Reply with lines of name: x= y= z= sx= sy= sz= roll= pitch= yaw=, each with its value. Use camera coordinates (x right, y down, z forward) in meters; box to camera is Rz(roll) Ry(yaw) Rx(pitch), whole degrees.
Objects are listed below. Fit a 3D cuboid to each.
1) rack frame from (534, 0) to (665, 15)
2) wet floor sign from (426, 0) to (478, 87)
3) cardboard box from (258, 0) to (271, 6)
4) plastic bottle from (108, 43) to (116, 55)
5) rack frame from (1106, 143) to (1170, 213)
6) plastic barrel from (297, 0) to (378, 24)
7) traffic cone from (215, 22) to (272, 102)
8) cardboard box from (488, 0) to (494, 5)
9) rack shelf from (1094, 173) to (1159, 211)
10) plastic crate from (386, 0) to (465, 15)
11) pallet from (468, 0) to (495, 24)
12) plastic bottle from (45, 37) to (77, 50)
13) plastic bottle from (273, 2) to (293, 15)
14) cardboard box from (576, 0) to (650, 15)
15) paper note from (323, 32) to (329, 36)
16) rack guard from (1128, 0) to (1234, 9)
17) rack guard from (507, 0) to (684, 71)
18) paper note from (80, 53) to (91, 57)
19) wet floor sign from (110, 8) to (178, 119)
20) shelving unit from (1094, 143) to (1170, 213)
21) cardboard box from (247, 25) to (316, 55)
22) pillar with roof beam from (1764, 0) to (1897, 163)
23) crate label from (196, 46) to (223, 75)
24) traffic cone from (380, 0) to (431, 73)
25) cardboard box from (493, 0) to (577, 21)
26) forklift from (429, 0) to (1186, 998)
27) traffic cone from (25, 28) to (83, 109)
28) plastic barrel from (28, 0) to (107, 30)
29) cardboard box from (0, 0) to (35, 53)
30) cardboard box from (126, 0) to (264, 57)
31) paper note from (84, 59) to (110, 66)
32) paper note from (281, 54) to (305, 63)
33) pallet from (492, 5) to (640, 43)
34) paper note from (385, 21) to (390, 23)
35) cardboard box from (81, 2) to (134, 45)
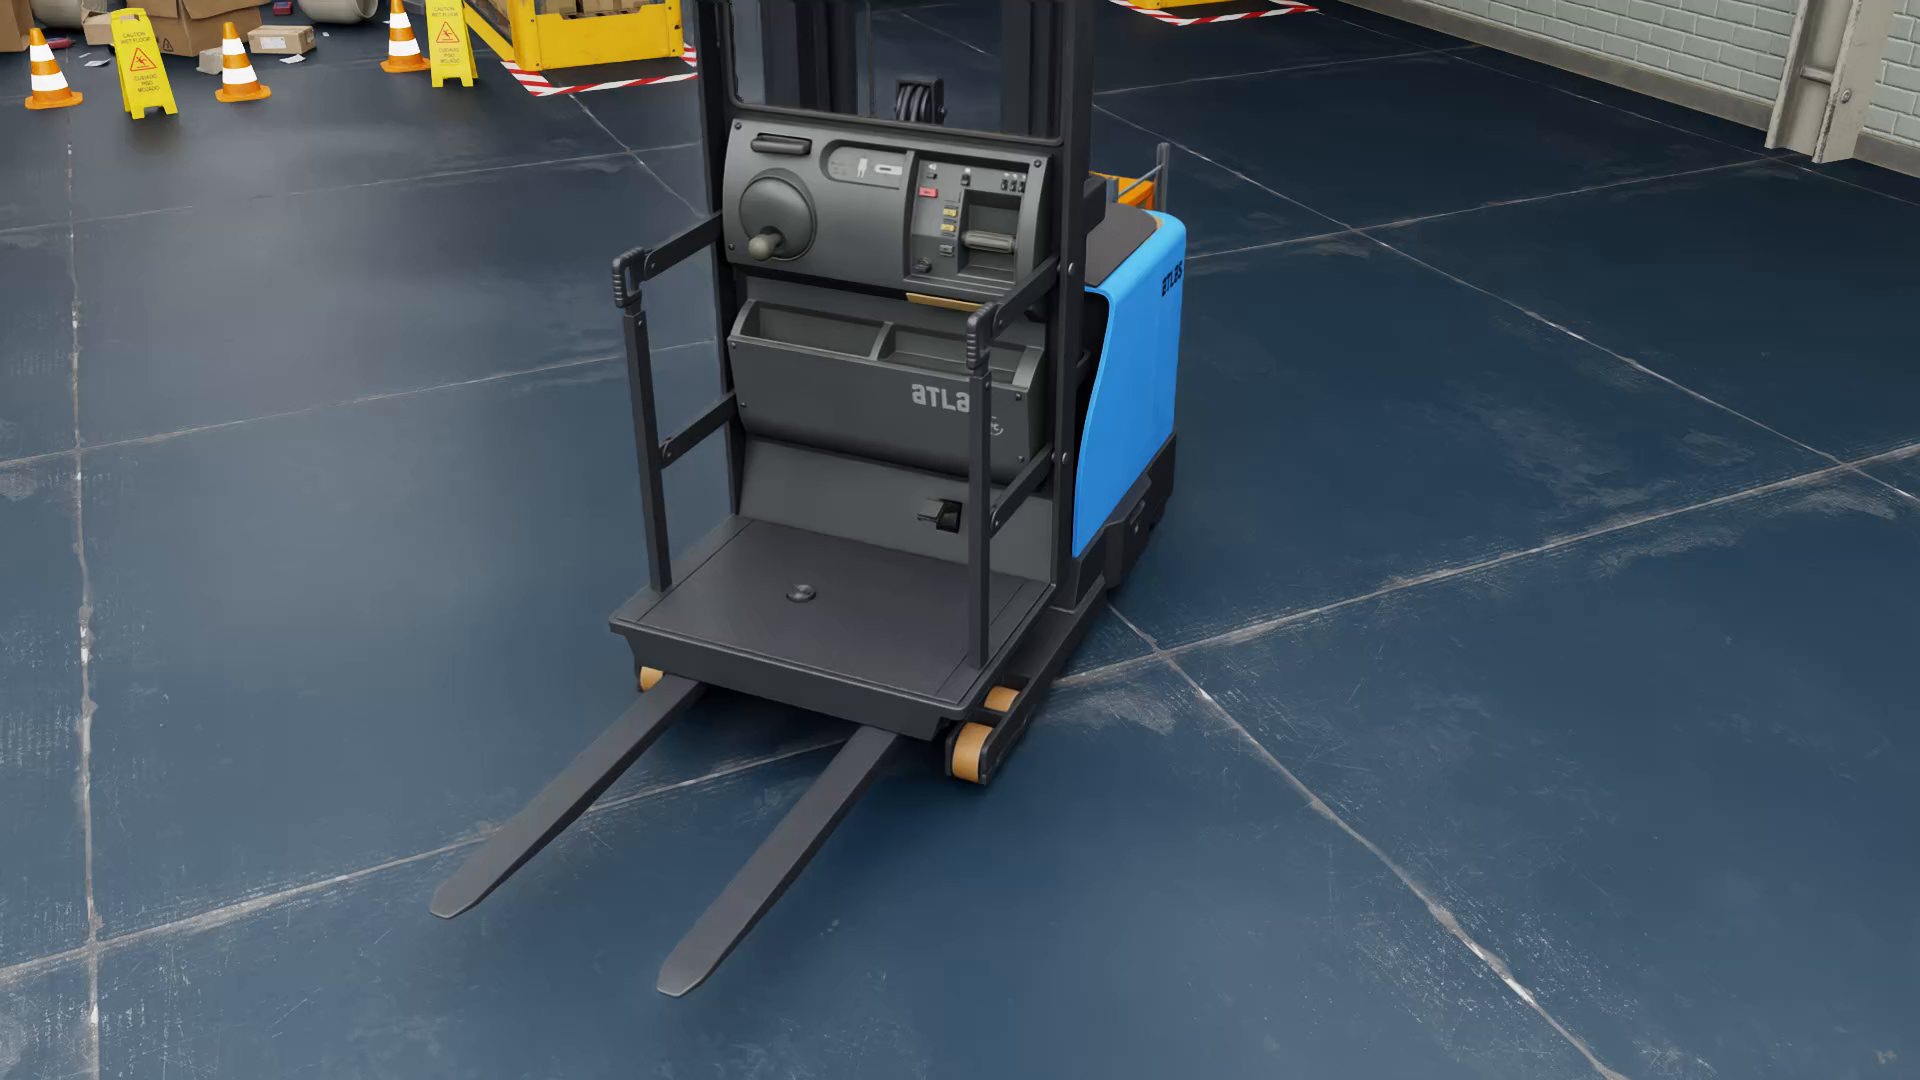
rack frame: x=-2.537 y=-4.721 z=11.102 sx=1.000 sy=3.000 sz=0.127 roll=-13 pitch=32 yaw=-22
wet floor sign: x=-3.422 y=-3.385 z=11.128 sx=0.267 sy=0.644 sz=0.232 roll=-3 pitch=29 yaw=-5
cardboard box: x=-5.843 y=-4.485 z=13.476 sx=0.396 sy=0.266 sz=0.258 roll=13 pitch=32 yaw=21
plastic bottle: x=-6.071 y=-3.556 z=12.030 sx=0.283 sy=0.061 sz=0.133 roll=26 pitch=38 yaw=38
rack frame: x=0.626 y=-0.835 z=6.090 sx=0.032 sy=1.125 sz=0.500 roll=15 pitch=33 yaw=24
plastic barrel: x=-4.791 y=-4.192 z=12.792 sx=0.512 sy=0.421 sz=0.421 roll=7 pitch=30 yaw=13
traffic cone: x=-4.744 y=-3.150 z=10.895 sx=0.336 sy=0.463 sz=0.334 roll=-13 pitch=32 yaw=-22
cardboard box: x=-3.343 y=-4.236 z=12.619 sx=0.500 sy=0.250 sz=0.500 roll=-13 pitch=32 yaw=-22
rack shelf: x=0.179 y=-1.209 z=6.157 sx=1.000 sy=0.278 sz=0.538 roll=15 pitch=33 yaw=24
plastic crate: x=-4.321 y=-4.349 z=13.423 sx=0.583 sy=0.080 sz=0.402 roll=26 pitch=38 yaw=38
pallet: x=-3.407 y=-4.443 z=13.457 sx=1.003 sy=0.211 sz=1.213 roll=-13 pitch=32 yaw=-22
plastic bottle: x=-6.624 y=-3.626 z=12.153 sx=0.133 sy=0.061 sz=0.283 roll=26 pitch=38 yaw=38
plastic bottle: x=-5.394 y=-4.242 z=13.253 sx=0.133 sy=0.061 sz=0.283 roll=-8 pitch=30 yaw=-13
cardboard box: x=-2.634 y=-4.119 z=12.411 sx=0.500 sy=0.250 sz=0.500 roll=-13 pitch=32 yaw=-22
paper note: x=-4.784 y=-3.815 z=12.543 sx=0.032 sy=0.001 sz=0.123 roll=-13 pitch=32 yaw=-22
rack guard: x=1.954 y=-4.664 z=13.556 sx=1.175 sy=0.500 sz=0.348 roll=-13 pitch=32 yaw=-22
rack guard: x=-2.570 y=-3.664 z=11.773 sx=1.175 sy=0.500 sz=0.348 roll=-13 pitch=32 yaw=-22
paper note: x=-6.292 y=-3.486 z=11.957 sx=0.032 sy=0.001 sz=0.123 roll=2 pitch=29 yaw=4
wet floor sign: x=-5.164 y=-3.013 z=10.463 sx=0.267 sy=0.644 sz=0.232 roll=-19 pitch=35 yaw=-30
shelving unit: x=0.179 y=-0.954 z=6.301 sx=1.048 sy=1.125 sz=0.538 roll=15 pitch=33 yaw=24
cardboard box: x=-4.924 y=-3.632 z=12.075 sx=0.380 sy=0.149 sz=0.250 roll=2 pitch=29 yaw=4
pillar with roof beam: x=1.147 y=-5.324 z=6.044 sx=9.100 sy=9.000 sz=0.400 roll=-13 pitch=32 yaw=-22
crate label: x=-5.137 y=-3.342 z=11.571 sx=0.298 sy=0.136 sz=0.250 roll=19 pitch=34 yaw=30
traffic cone: x=-3.887 y=-3.533 z=11.578 sx=0.336 sy=0.463 sz=0.334 roll=-13 pitch=32 yaw=-22
cardboard box: x=-3.138 y=-4.016 z=12.227 sx=0.500 sy=0.250 sz=0.500 roll=-13 pitch=32 yaw=-22
forklift: x=-0.298 y=-0.850 z=4.270 sx=1.130 sy=2.935 sz=3.031 roll=12 pitch=31 yaw=21
traffic cone: x=-5.910 y=-3.063 z=10.739 sx=0.336 sy=0.463 sz=0.334 roll=-13 pitch=32 yaw=-22
plastic barrel: x=-6.809 y=-4.101 z=12.631 sx=0.512 sy=0.421 sz=0.421 roll=7 pitch=30 yaw=13
cardboard box: x=-7.089 y=-3.844 z=12.092 sx=0.500 sy=0.500 sz=0.500 roll=-8 pitch=30 yaw=-13
cardboard box: x=-5.578 y=-3.876 z=12.148 sx=0.637 sy=0.503 sz=0.797 roll=13 pitch=32 yaw=21
paper note: x=-6.086 y=-3.372 z=11.734 sx=0.144 sy=0.017 sz=0.142 roll=-3 pitch=29 yaw=-5
paper note: x=-4.741 y=-3.425 z=11.828 sx=0.142 sy=0.019 sz=0.148 roll=26 pitch=38 yaw=38
pallet: x=-2.887 y=-3.904 z=12.497 sx=1.003 sy=0.211 sz=1.213 roll=-13 pitch=32 yaw=-22
paper note: x=-4.382 y=-4.032 z=12.908 sx=0.148 sy=0.019 sz=0.142 roll=26 pitch=38 yaw=38
cardboard box: x=-6.280 y=-3.839 z=12.324 sx=0.396 sy=0.266 sz=0.258 roll=-8 pitch=30 yaw=-13
